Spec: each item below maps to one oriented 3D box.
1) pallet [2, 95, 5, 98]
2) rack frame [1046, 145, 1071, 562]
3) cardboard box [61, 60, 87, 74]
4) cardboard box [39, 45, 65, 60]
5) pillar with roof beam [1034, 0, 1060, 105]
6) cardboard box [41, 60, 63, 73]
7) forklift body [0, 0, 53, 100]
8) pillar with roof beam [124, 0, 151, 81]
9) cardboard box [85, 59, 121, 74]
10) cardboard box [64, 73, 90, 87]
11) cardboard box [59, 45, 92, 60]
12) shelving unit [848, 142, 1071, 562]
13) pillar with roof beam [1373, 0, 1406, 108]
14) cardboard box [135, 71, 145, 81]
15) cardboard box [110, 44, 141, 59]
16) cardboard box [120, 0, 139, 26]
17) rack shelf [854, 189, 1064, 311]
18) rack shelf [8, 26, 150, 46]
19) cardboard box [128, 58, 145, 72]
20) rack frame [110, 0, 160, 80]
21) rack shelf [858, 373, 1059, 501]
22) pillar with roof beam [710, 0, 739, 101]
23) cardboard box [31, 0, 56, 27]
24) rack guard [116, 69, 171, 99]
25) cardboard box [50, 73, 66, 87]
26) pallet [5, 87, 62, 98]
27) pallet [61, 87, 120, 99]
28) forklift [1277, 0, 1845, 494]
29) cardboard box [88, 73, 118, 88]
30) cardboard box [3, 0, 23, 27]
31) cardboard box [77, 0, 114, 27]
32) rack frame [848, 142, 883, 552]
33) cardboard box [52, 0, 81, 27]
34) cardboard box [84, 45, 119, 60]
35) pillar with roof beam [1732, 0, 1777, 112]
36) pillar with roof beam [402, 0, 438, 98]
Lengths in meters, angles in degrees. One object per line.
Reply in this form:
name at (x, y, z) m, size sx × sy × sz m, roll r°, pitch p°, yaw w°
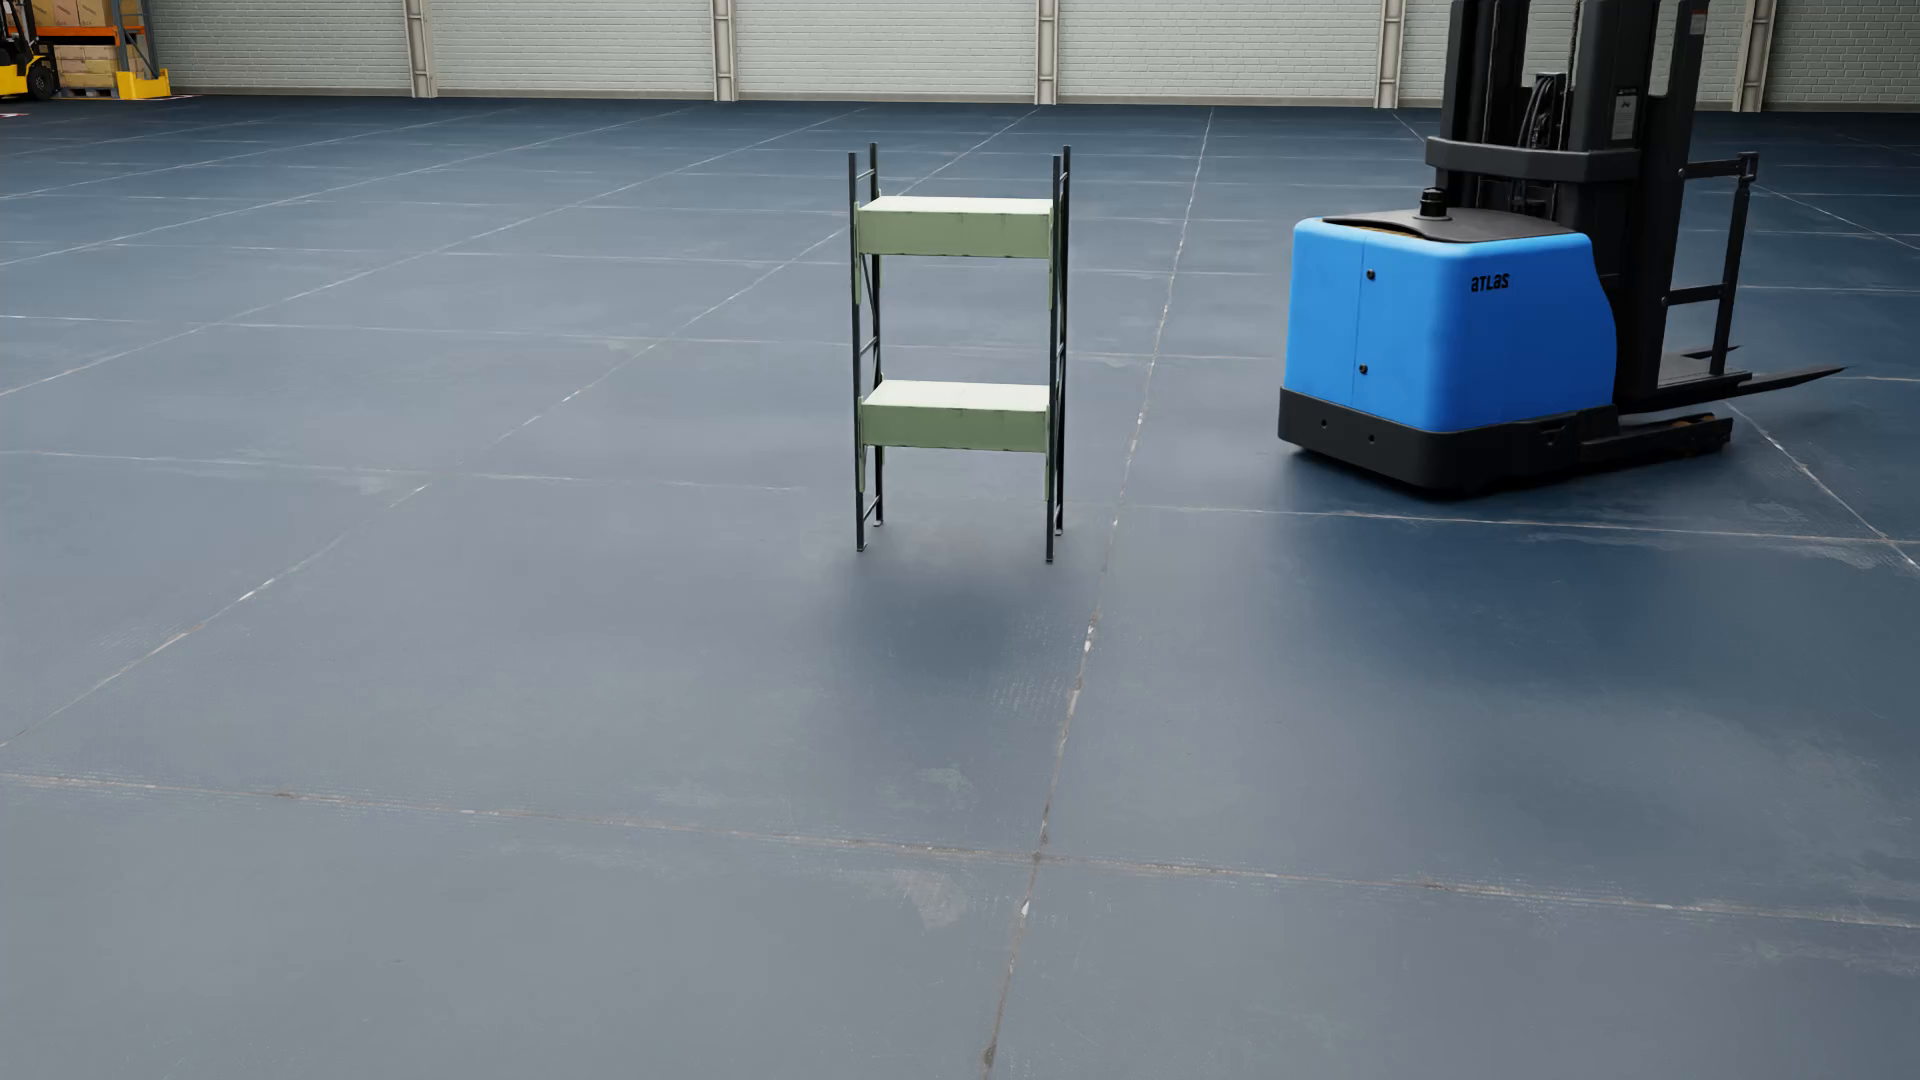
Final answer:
pallet at (-18.834, -8.754, 32.351) m, size 1.213 × 0.211 × 1.003 m, roll 3°, pitch 19°, yaw 9°
rack frame at (0.368, -0.692, 6.227) m, size 0.023 × 1.500 × 0.400 m, roll 3°, pitch 19°, yaw 9°
cardboard box at (-16.687, -9.016, 31.623) m, size 0.500 × 0.250 × 0.500 m, roll 3°, pitch 19°, yaw 8°
cardboard box at (-17.173, -9.269, 31.592) m, size 0.500 × 0.250 × 0.500 m, roll 3°, pitch 19°, yaw 9°
pillar with roof beam at (0.881, -10.836, 24.725) m, size 0.400 × 9.000 × 9.100 m, roll 3°, pitch 19°, yaw 9°
cardboard box at (-17.200, -9.035, 31.681) m, size 0.500 × 0.250 × 0.500 m, roll 2°, pitch 19°, yaw 7°
forklift body at (-17.825, -9.050, 30.178) m, size 1.214 × 2.155 × 2.313 m, roll 3°, pitch 19°, yaw 9°
pillar with roof beam at (-16.891, -11.742, 27.432) m, size 0.400 × 9.000 × 9.100 m, roll 3°, pitch 19°, yaw 9°
cardboard box at (-16.194, -8.987, 31.537) m, size 0.500 × 0.250 × 0.500 m, roll 3°, pitch 19°, yaw 8°
cardboard box at (-16.667, -8.776, 31.694) m, size 0.500 × 0.250 × 0.500 m, roll 3°, pitch 19°, yaw 9°
cardboard box at (-16.673, -9.247, 31.526) m, size 0.500 × 0.250 × 0.500 m, roll 3°, pitch 19°, yaw 10°
shelving unit at (0.007, -0.711, 6.282) m, size 0.755 × 1.500 × 0.431 m, roll 3°, pitch 19°, yaw 9°
pillar with roof beam at (6.805, -10.534, 23.822) m, size 0.400 × 9.000 × 9.100 m, roll 3°, pitch 19°, yaw 9°
cardboard box at (-16.117, -8.909, 32.093) m, size 0.500 × 0.250 × 0.500 m, roll 3°, pitch 19°, yaw 9°
cardboard box at (-16.108, -9.381, 31.927) m, size 0.500 × 0.250 × 0.500 m, roll 3°, pitch 19°, yaw 8°
cardboard box at (-16.109, -10.088, 31.785) m, size 0.500 × 0.500 × 0.500 m, roll 4°, pitch 19°, yaw 10°
rack shelf at (0.007, -1.081, 6.159) m, size 0.720 × 0.370 × 0.431 m, roll 3°, pitch 19°, yaw 9°
rack shelf at (-17.638, -9.688, 31.881) m, size 4.000 × 0.370 × 1.077 m, roll 3°, pitch 19°, yaw 9°
cardboard box at (-16.095, -9.149, 32.022) m, size 0.500 × 0.250 × 0.500 m, roll 3°, pitch 19°, yaw 10°
rack frame at (-15.664, -9.928, 31.466) m, size 0.127 × 3.000 × 1.000 m, roll 3°, pitch 19°, yaw 9°
rack shelf at (0.007, -0.402, 6.386) m, size 0.720 × 0.370 × 0.431 m, roll 3°, pitch 19°, yaw 9°
pillar with roof beam at (-5.043, -11.138, 25.627) m, size 0.400 × 9.000 × 9.100 m, roll 3°, pitch 19°, yaw 9°
cardboard box at (-17.208, -9.973, 31.442) m, size 0.500 × 0.500 × 0.500 m, roll 3°, pitch 19°, yaw 8°
rack guard at (-15.640, -8.742, 31.859) m, size 0.348 × 0.500 × 1.175 m, roll 3°, pitch 19°, yaw 9°
cardboard box at (-17.160, -8.804, 31.778) m, size 0.500 × 0.250 × 0.500 m, roll 3°, pitch 19°, yaw 9°
pallet at (-17.626, -8.693, 32.170) m, size 1.213 × 0.211 × 1.003 m, roll 3°, pitch 19°, yaw 9°
pallet at (-16.425, -8.631, 31.984) m, size 1.213 × 0.211 × 1.003 m, roll 3°, pitch 19°, yaw 9°
forklift at (3.011, -1.906, 7.598) m, size 3.031 × 2.935 × 1.130 m, roll -10°, pitch 21°, yaw -28°
cardboard box at (-16.178, -8.748, 31.611) m, size 0.500 × 0.250 × 0.500 m, roll 3°, pitch 19°, yaw 9°
cardboard box at (-17.706, -9.995, 31.507) m, size 0.500 × 0.500 × 0.500 m, roll 3°, pitch 19°, yaw 9°
cardboard box at (-16.191, -9.918, 31.278) m, size 0.500 × 0.500 × 0.500 m, roll 3°, pitch 19°, yaw 7°
rack frame at (-0.355, -0.729, 6.337) m, size 0.023 × 1.500 × 0.400 m, roll 3°, pitch 19°, yaw 9°
cardboard box at (-16.702, -9.947, 31.365) m, size 0.500 × 0.500 × 0.500 m, roll 4°, pitch 19°, yaw 10°
cardboard box at (-16.168, -9.223, 31.454) m, size 0.500 × 0.250 × 0.500 m, roll 4°, pitch 19°, yaw 10°
pillar with roof beam at (12.729, -10.232, 22.920) m, size 0.400 × 9.000 × 9.100 m, roll 3°, pitch 19°, yaw 9°
pillar with roof beam at (-10.967, -11.440, 26.530) m, size 0.400 × 9.000 × 9.100 m, roll 3°, pitch 19°, yaw 9°
